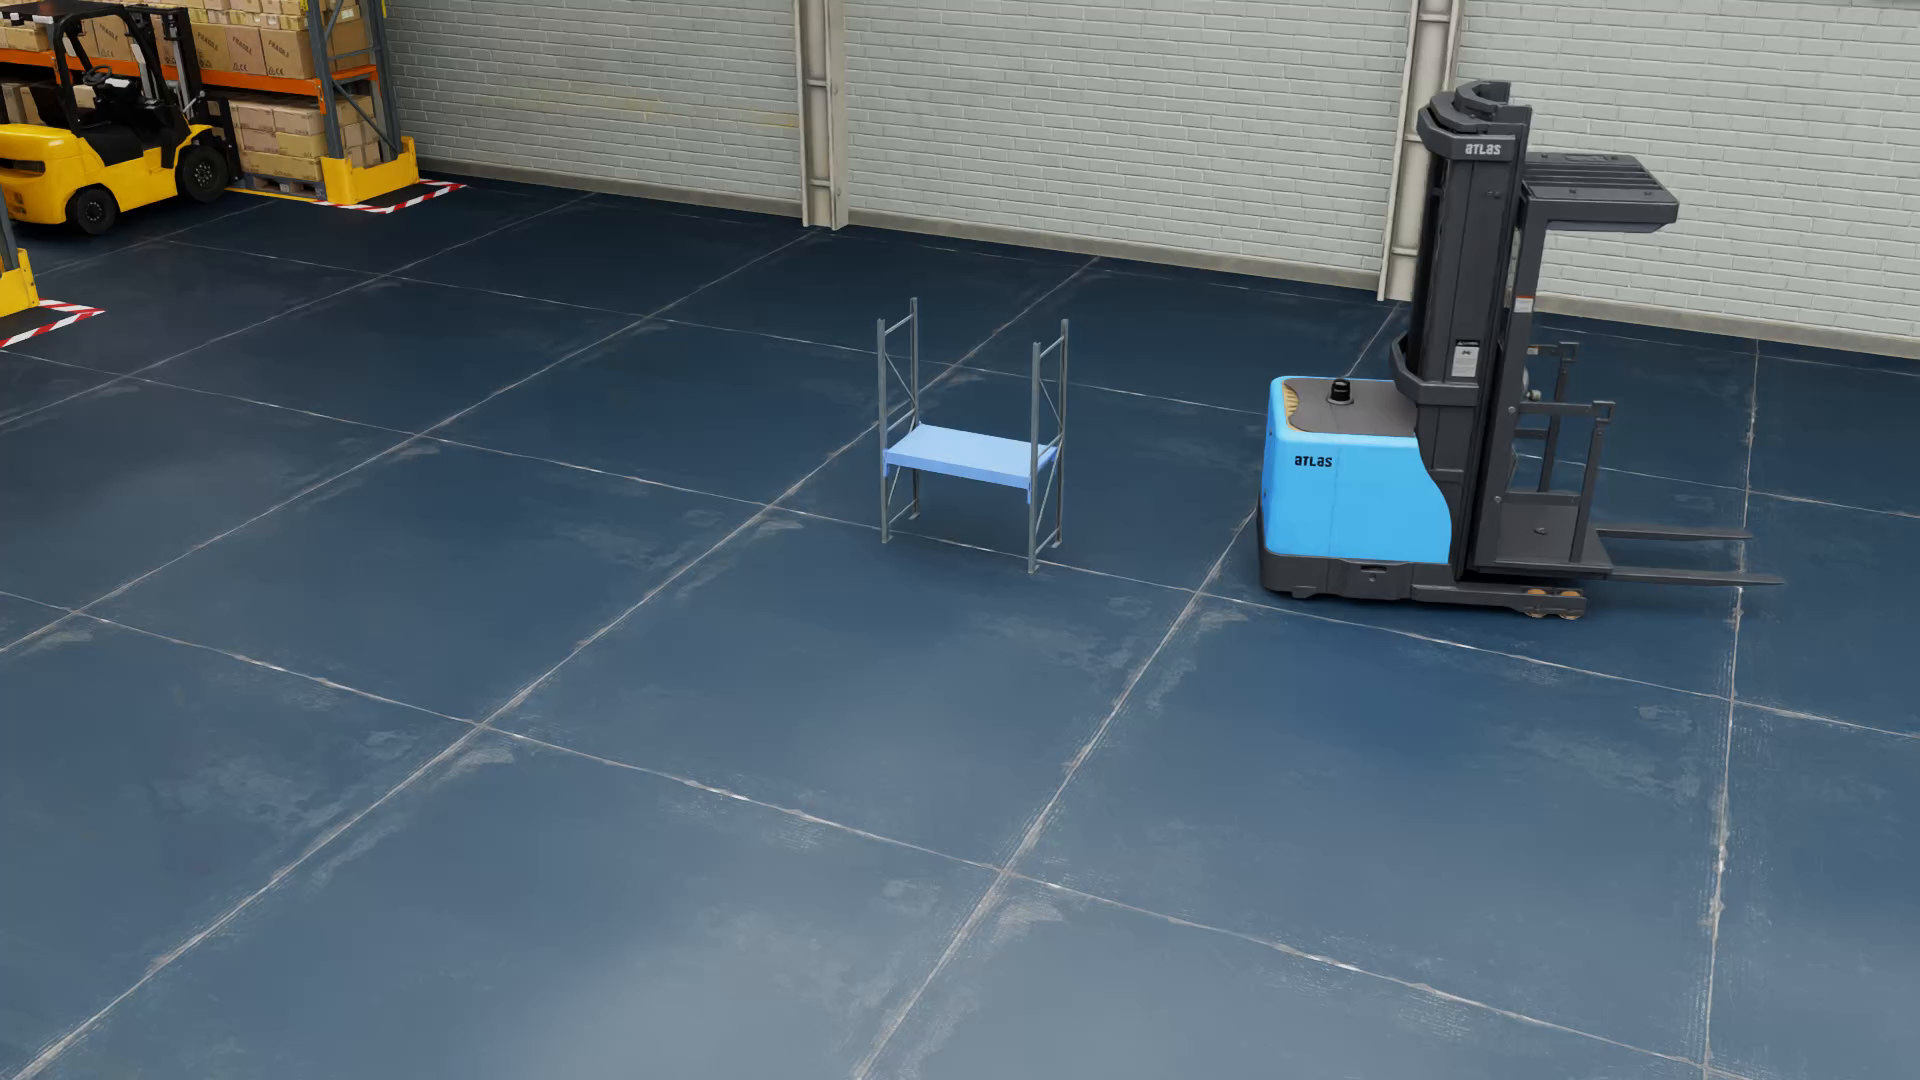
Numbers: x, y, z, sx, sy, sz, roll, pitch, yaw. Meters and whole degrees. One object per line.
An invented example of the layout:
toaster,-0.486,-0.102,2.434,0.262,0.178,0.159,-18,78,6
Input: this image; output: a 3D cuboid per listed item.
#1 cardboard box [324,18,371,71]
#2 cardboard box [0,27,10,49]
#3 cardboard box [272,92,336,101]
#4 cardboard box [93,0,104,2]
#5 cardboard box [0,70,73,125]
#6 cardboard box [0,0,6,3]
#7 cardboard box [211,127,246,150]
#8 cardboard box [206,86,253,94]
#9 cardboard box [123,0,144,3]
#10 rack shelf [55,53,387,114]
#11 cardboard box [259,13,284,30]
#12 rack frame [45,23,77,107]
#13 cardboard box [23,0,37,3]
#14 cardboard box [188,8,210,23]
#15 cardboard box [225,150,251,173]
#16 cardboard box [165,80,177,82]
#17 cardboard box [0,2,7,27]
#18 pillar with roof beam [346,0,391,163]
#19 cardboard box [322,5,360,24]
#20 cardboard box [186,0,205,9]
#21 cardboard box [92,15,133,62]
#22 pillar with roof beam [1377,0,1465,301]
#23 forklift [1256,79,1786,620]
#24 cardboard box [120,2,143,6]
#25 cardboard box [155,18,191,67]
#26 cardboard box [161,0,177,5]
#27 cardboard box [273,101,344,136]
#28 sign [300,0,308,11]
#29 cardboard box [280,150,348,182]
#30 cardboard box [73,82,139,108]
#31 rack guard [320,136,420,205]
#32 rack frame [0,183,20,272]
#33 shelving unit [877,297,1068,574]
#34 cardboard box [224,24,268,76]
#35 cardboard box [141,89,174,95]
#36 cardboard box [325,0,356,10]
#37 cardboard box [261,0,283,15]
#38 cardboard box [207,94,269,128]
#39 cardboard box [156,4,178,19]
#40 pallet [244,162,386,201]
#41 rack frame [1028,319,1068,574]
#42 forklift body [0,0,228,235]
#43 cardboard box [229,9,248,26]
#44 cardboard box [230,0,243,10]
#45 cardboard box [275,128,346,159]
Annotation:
cardboard box,-6.943,-5.517,18.447,0.500,0.500,0.500,12,29,23
cardboard box,-11.275,-6.011,19.733,0.500,0.250,0.500,11,28,22
cardboard box,-7.422,-4.928,18.868,0.500,0.250,0.500,11,28,22
cardboard box,-9.582,-6.090,18.877,0.250,0.149,0.380,11,28,22
cardboard box,-11.431,-5.361,20.455,0.625,0.625,0.875,11,28,21
cardboard box,-11.094,-6.417,19.539,0.250,0.149,0.380,11,28,22
cardboard box,-8.110,-4.595,18.758,0.500,0.250,0.500,11,28,21
cardboard box,-8.337,-5.120,19.258,0.500,0.250,0.500,11,28,21
cardboard box,-9.130,-6.114,18.588,0.250,0.149,0.380,11,28,21
rack shelf,-8.427,-5.313,18.960,4.000,0.370,1.077,11,28,22
cardboard box,-7.283,-5.592,17.864,0.250,0.149,0.380,12,29,23
rack frame,-10.248,-6.002,19.544,0.127,3.000,1.000,11,28,22
cardboard box,-10.651,-6.311,19.324,0.250,0.149,0.380,12,29,24
cardboard box,-8.216,-5.782,18.250,0.250,0.149,0.380,12,28,22
cardboard box,-8.066,-4.374,18.875,0.500,0.250,0.500,12,29,22
cardboard box,-9.253,-5.306,19.637,0.500,0.250,0.500,11,28,21
cardboard box,-11.272,-6.237,19.626,0.500,0.250,0.500,11,28,20
pillar with roof beam,-8.650,-6.720,14.212,0.400,9.000,9.100,11,28,22
cardboard box,-6.808,-5.772,18.231,0.250,0.149,0.380,11,28,21
cardboard box,-8.223,-5.913,18.181,0.250,0.149,0.380,12,29,23
cardboard box,-9.471,-5.772,18.964,0.500,0.500,0.500,12,29,23
pillar with roof beam,2.274,-4.526,9.756,0.400,9.000,9.100,11,28,22
forklift,3.378,-1.096,9.658,3.031,2.935,1.130,3,26,7
cardboard box,-9.150,-5.967,18.626,0.250,0.149,0.380,11,28,21
cardboard box,-8.561,-5.579,18.573,0.500,0.500,0.500,12,28,22
cardboard box,-8.641,-6.051,18.461,0.250,0.149,0.380,11,28,22
cardboard box,-7.155,-4.632,18.269,0.500,0.250,0.500,12,29,24
sign,-6.844,-5.680,17.313,0.005,0.325,0.100,11,28,22
cardboard box,-7.165,-4.184,18.490,0.500,0.250,0.500,12,28,22
cardboard box,-9.938,-5.190,19.402,0.500,0.250,0.500,11,28,21
rack guard,-6.585,-4.144,18.602,0.348,0.500,1.175,11,28,22
rack frame,-8.658,-3.274,14.003,0.127,3.000,1.000,11,28,22
shelving unit,0.078,-0.657,10.387,1.048,1.500,0.538,11,28,22
cardboard box,-7.632,-5.398,18.205,0.500,0.500,0.500,12,29,23
cardboard box,-9.019,-5.007,19.028,0.500,0.250,0.500,12,29,24
cardboard box,-6.824,-5.887,18.127,0.250,0.149,0.380,11,28,21
cardboard box,-7.258,-5.753,17.855,0.250,0.149,0.380,11,28,22
cardboard box,-8.086,-4.812,18.633,0.500,0.250,0.500,12,29,22
cardboard box,-8.667,-5.883,18.455,0.250,0.149,0.380,11,28,21
pallet,-7.320,-4.142,18.924,1.213,0.211,1.003,11,28,22
rack frame,0.540,-0.564,10.198,0.032,1.500,0.500,11,28,22
forklift body,-9.088,-4.503,17.460,1.214,2.155,2.313,11,28,22
cardboard box,-7.715,-5.714,18.112,0.250,0.149,0.380,11,28,21
cardboard box,-7.703,-5.865,18.083,0.250,0.149,0.380,12,28,22
cardboard box,-7.179,-4.413,18.388,0.500,0.250,0.500,11,28,21
